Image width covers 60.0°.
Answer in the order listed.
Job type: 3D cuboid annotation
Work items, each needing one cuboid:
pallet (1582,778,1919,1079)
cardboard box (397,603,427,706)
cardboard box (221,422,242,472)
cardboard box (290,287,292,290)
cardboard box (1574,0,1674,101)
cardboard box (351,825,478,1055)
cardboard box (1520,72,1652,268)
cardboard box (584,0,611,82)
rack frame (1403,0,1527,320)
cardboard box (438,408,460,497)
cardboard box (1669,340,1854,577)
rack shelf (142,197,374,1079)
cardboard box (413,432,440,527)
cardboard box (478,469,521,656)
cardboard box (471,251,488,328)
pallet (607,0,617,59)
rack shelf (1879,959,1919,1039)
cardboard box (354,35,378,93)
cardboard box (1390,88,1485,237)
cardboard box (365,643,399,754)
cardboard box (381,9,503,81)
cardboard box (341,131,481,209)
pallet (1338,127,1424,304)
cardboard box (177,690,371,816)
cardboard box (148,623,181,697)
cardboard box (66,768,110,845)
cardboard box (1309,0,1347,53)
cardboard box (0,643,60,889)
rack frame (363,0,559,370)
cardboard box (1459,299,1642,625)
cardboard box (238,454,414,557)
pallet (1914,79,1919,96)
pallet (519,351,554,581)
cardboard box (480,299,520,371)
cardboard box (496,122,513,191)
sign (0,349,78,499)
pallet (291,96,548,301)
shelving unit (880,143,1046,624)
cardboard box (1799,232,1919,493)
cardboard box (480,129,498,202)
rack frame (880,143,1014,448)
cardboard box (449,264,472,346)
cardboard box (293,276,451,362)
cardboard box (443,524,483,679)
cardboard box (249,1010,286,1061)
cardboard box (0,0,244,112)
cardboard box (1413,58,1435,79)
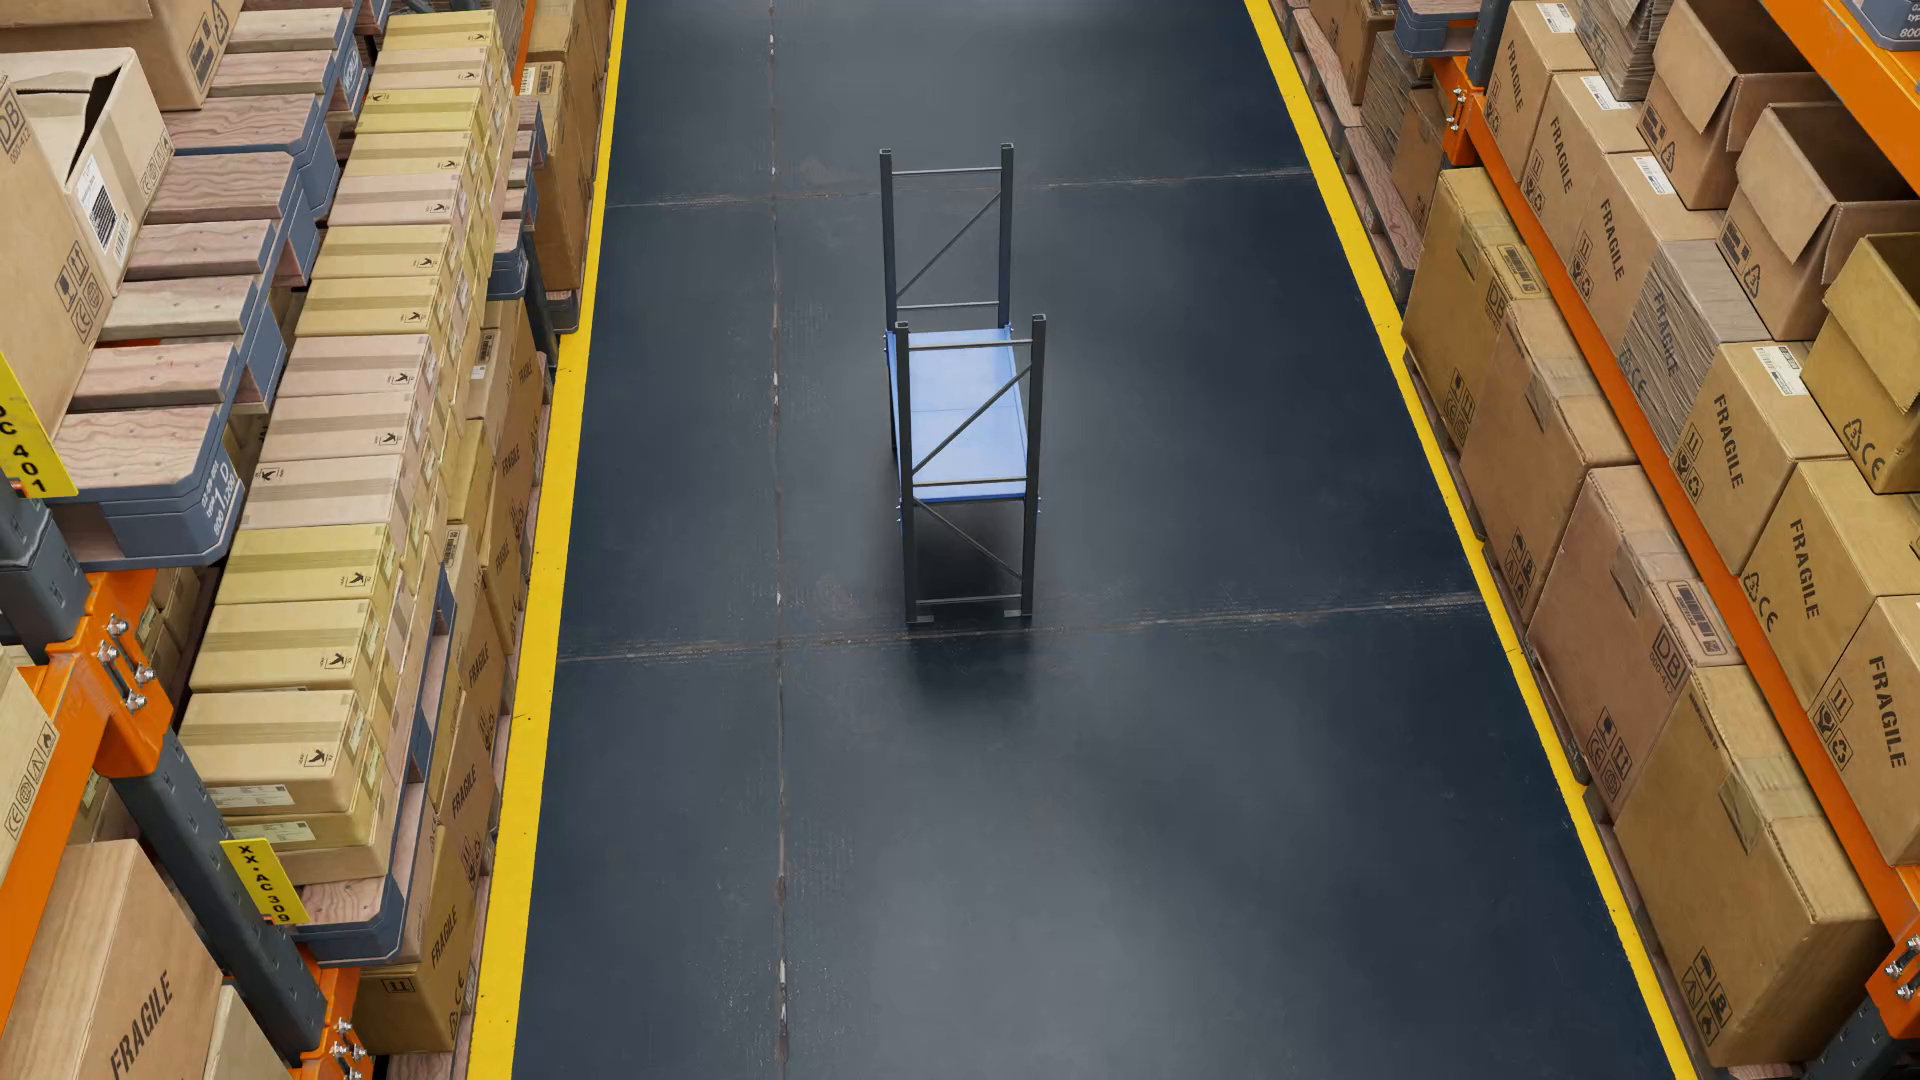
[{"bbox_3d":[2.795,1.242,5.565,1.003,0.211,1.213,-3,47,-3],"label":"pallet"},{"bbox_3d":[-1.637,0.313,4.408,0.380,0.149,0.250,-3,47,-3],"label":"cardboard box"},{"bbox_3d":[-2.359,-0.210,4.903,0.380,0.149,0.250,-2,47,-2],"label":"cardboard box"},{"bbox_3d":[-2.446,-0.966,5.619,0.380,0.149,0.250,-2,47,-1],"label":"cardboard box"},{"bbox_3d":[2.645,-1.906,5.866,0.797,0.503,0.637,-2,47,-2],"label":"cardboard box"},{"bbox_3d":[-1.814,1.230,5.088,0.500,0.500,0.500,-2,47,-2],"label":"cardboard box"},{"bbox_3d":[2.415,-1.350,6.030,0.500,0.500,0.500,-5,47,-4],"label":"cardboard box"},{"bbox_3d":[-2.468,-2.952,8.876,1.050,0.750,0.750,-3,47,-3],"label":"cardboard box"},{"bbox_3d":[2.600,-2.057,6.769,1.000,3.000,0.127,-3,47,-3],"label":"rack frame"},{"bbox_3d":[-1.706,-0.250,4.941,0.380,0.149,0.250,-4,47,-4],"label":"cardboard box"},{"bbox_3d":[2.538,-0.255,4.993,0.500,0.500,0.500,-4,47,-4],"label":"cardboard box"},{"bbox_3d":[-2.184,-0.134,5.443,1.077,0.370,4.000,-3,47,-3],"label":"rack shelf"},{"bbox_3d":[-1.684,-0.165,4.656,0.380,0.149,0.250,-2,47,-2],"label":"cardboard box"},{"bbox_3d":[-1.936,0.104,6.154,0.500,0.500,0.500,-5,47,-5],"label":"cardboard box"},{"bbox_3d":[-1.770,-0.817,5.478,0.380,0.149,0.250,-5,47,-5],"label":"cardboard box"},{"bbox_3d":[-2.547,-3.210,9.781,1.003,0.211,1.213,-3,47,-3],"label":"pallet"},{"bbox_3d":[3.102,2.532,2.918,1.077,0.370,4.000,-3,47,-3],"label":"rack shelf"},{"bbox_3d":[-2.657,-2.172,6.809,0.500,0.500,0.500,-3,47,-3],"label":"cardboard box"},{"bbox_3d":[2.524,-1.832,7.974,0.700,0.500,0.500,-6,47,-5],"label":"cardboard box"},{"bbox_3d":[-1.615,0.405,4.116,0.380,0.149,0.250,-4,47,-4],"label":"cardboard box"},{"bbox_3d":[-1.853,-1.764,5.966,0.380,0.149,0.250,-5,47,-5],"label":"cardboard box"},{"bbox_3d":[-1.787,-1.200,5.431,0.380,0.149,0.250,-2,47,-2],"label":"cardboard box"},{"bbox_3d":[2.536,-1.663,8.317,1.003,0.211,1.213,-3,47,-3],"label":"pallet"},{"bbox_3d":[-1.591,0.490,3.831,0.380,0.149,0.250,-1,47,-1],"label":"cardboard box"},{"bbox_3d":[-2.288,0.364,4.360,0.380,0.149,0.250,-4,47,-3],"label":"cardboard box"},{"bbox_3d":[-2.247,0.629,3.903,0.380,0.149,0.250,-2,47,-2],"label":"cardboard box"},{"bbox_3d":[2.363,-3.046,9.124,0.700,0.500,0.500,-7,47,-7],"label":"cardboard box"},{"bbox_3d":[-1.706,0.424,2.456,0.500,0.250,0.500,-2,47,-2],"label":"cardboard box"},{"bbox_3d":[-2.351,-1.829,6.552,1.000,3.000,0.127,-3,47,-3],"label":"rack frame"},{"bbox_3d":[2.704,-0.325,6.302,1.225,0.875,0.875,-3,47,-3],"label":"cardboard box"},{"bbox_3d":[-1.658,-0.078,4.368,0.380,0.149,0.250,-4,47,-4],"label":"cardboard box"},{"bbox_3d":[2.809,-0.789,3.633,0.805,0.209,1.217,-5,47,-5],"label":"pallet"},{"bbox_3d":[-2.287,-0.304,7.029,1.003,0.211,1.213,-3,47,-3],"label":"pallet"},{"bbox_3d":[-2.033,-0.892,6.582,0.500,0.250,0.500,-4,47,-4],"label":"cardboard box"},{"bbox_3d":[-1.833,-1.378,6.009,0.380,0.149,0.250,-4,47,-3],"label":"cardboard box"},{"bbox_3d":[-1.476,-0.182,2.571,0.100,0.325,0.005,-3,47,-3],"label":"sign"},{"bbox_3d":[-2.186,-1.253,6.140,1.213,0.211,1.003,-3,47,-3],"label":"pallet"},{"bbox_3d":[-0.007,-0.577,6.400,0.538,1.500,1.048,-3,47,-3],"label":"shelving unit"},{"bbox_3d":[2.827,-0.501,4.535,0.797,0.503,0.637,-3,47,-3],"label":"cardboard box"},{"bbox_3d":[-1.808,-1.276,5.708,0.380,0.149,0.250,-2,47,-2],"label":"cardboard box"},{"bbox_3d":[-0.050,-0.945,6.749,0.500,1.500,0.032,-3,47,-3],"label":"rack frame"},{"bbox_3d":[-1.746,-0.726,5.187,0.380,0.149,0.250,-2,47,-2],"label":"cardboard box"},{"bbox_3d":[-1.727,-0.640,4.901,0.380,0.149,0.250,-2,47,-2],"label":"cardboard box"},{"bbox_3d":[-1.900,0.218,5.530,0.500,0.250,0.500,-2,47,-2],"label":"cardboard box"},{"bbox_3d":[-2.330,1.260,5.059,0.500,0.500,0.500,-4,47,-4],"label":"cardboard box"},{"bbox_3d":[-2.015,-1.271,3.598,0.797,0.503,0.637,-4,47,-4],"label":"cardboard box"},{"bbox_3d":[2.459,-2.473,8.064,0.500,0.250,0.500,1,47,1],"label":"cardboard box"}]
